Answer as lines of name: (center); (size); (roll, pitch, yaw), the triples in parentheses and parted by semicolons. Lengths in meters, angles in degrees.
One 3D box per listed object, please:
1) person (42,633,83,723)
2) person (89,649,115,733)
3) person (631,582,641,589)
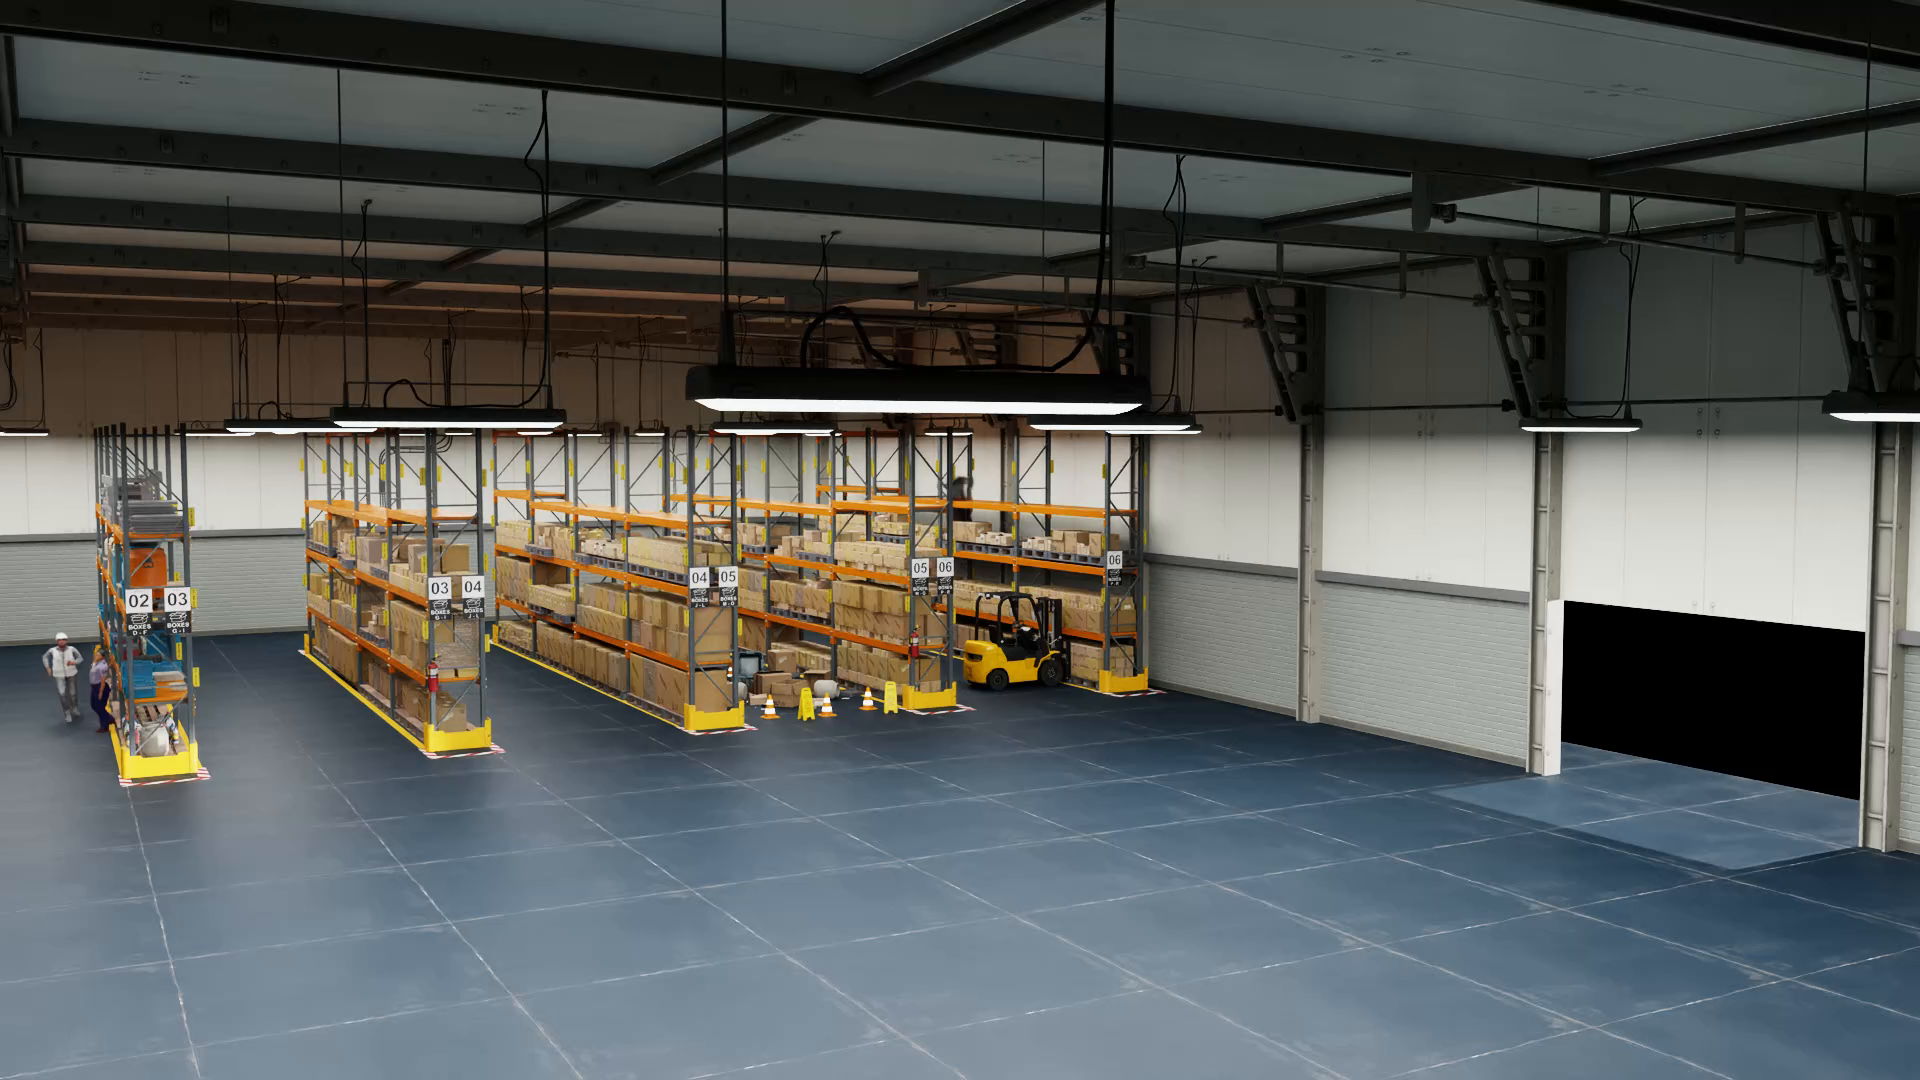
person: (-18.268, 2.791, 33.886); (0.738, 1.818, 0.794); (-2, 4, -29)
person: (-16.787, 2.939, 32.542); (0.492, 1.633, 0.667); (-3, 5, -42)
person: (-10.183, 1.705, 51.901); (0.748, 1.811, 0.882); (2, 4, 31)
